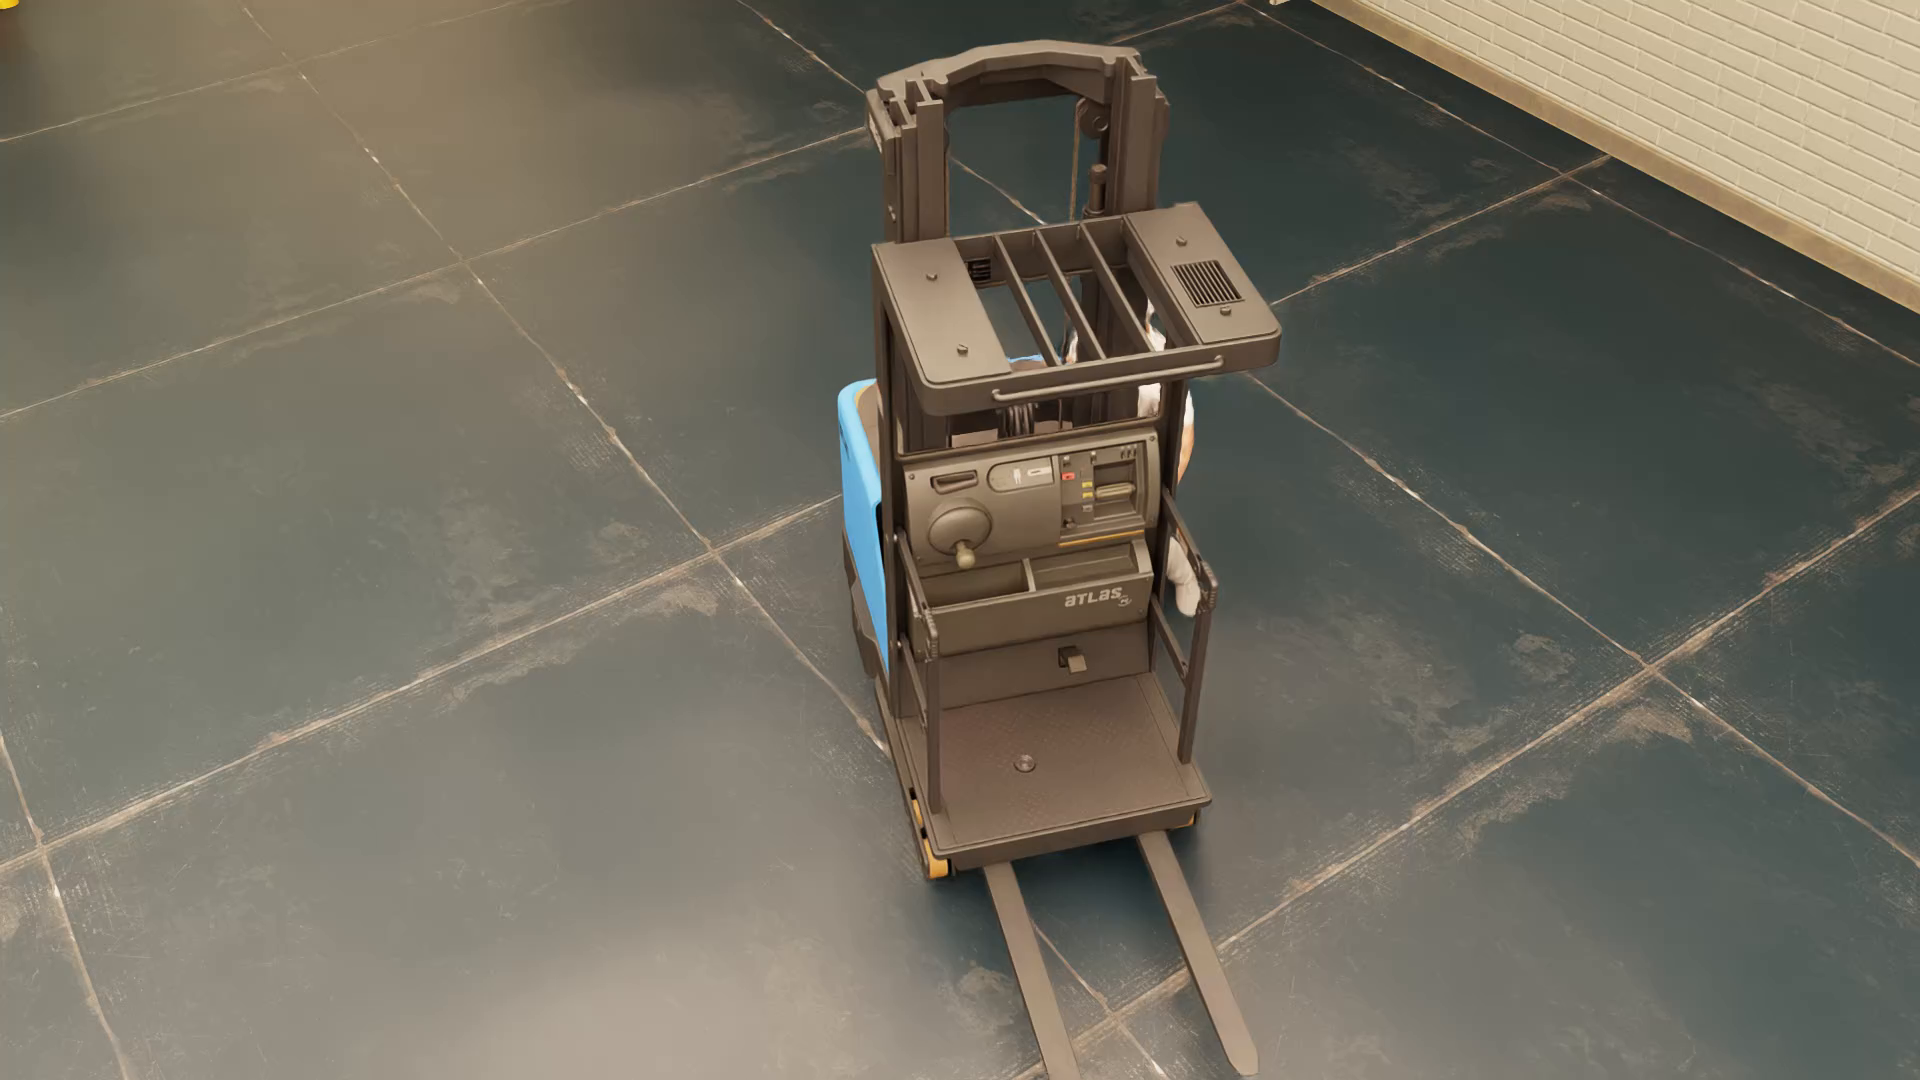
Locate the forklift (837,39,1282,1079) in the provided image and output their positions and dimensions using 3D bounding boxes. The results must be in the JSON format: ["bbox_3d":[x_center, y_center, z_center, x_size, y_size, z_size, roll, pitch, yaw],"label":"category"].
[{"bbox_3d":[0.319,-0.059,5.780,1.130,2.935,3.031,-10,44,-10],"label":"forklift"}]

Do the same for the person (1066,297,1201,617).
[{"bbox_3d":[0.662,-0.375,7.132,0.721,1.627,0.972,-30,50,-28],"label":"person"}]
